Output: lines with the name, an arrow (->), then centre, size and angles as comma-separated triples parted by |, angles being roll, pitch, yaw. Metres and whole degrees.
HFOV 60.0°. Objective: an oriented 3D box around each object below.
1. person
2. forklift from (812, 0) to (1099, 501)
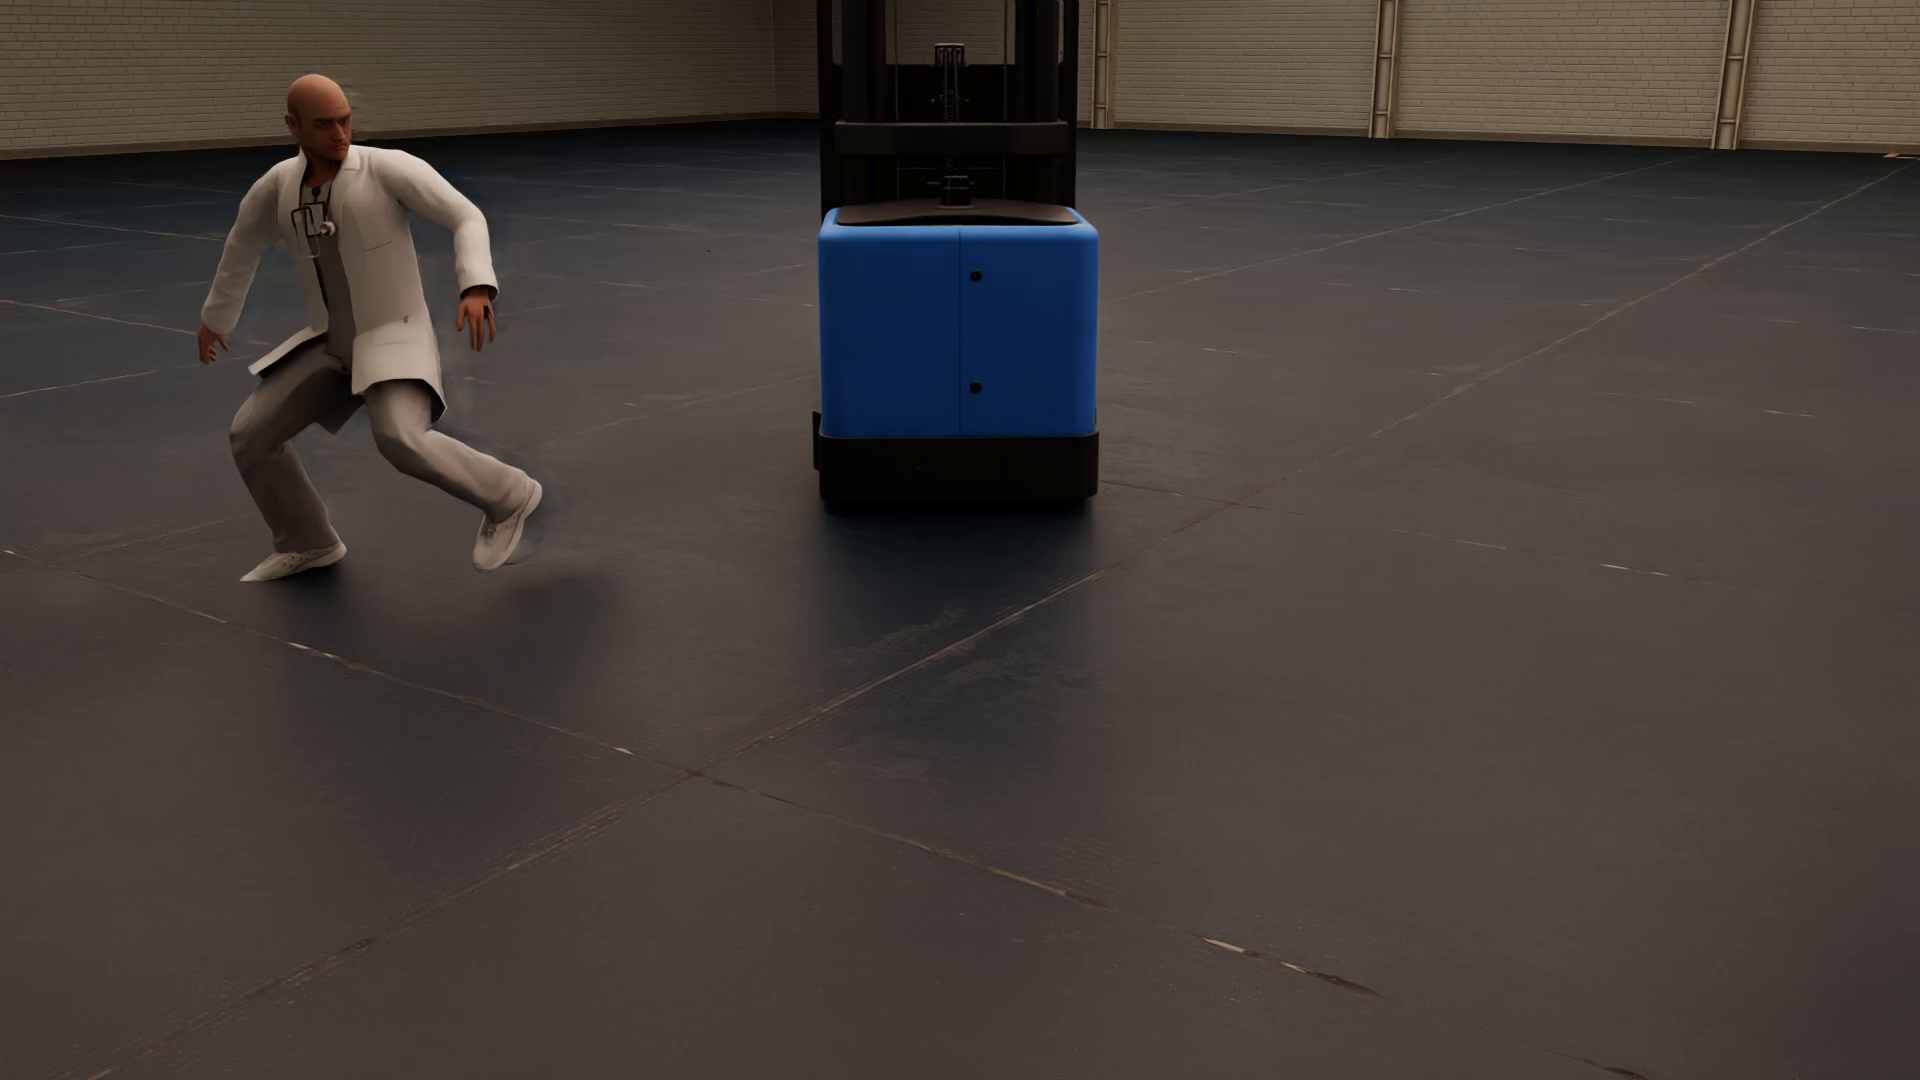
person -> -1.984, -0.644, 5.374 | 1.176, 1.661, 0.541 | 6, 18, 18
forklift -> -0.062, -1.917, 7.243 | 1.130, 2.935, 3.031 | -1, 17, -2
